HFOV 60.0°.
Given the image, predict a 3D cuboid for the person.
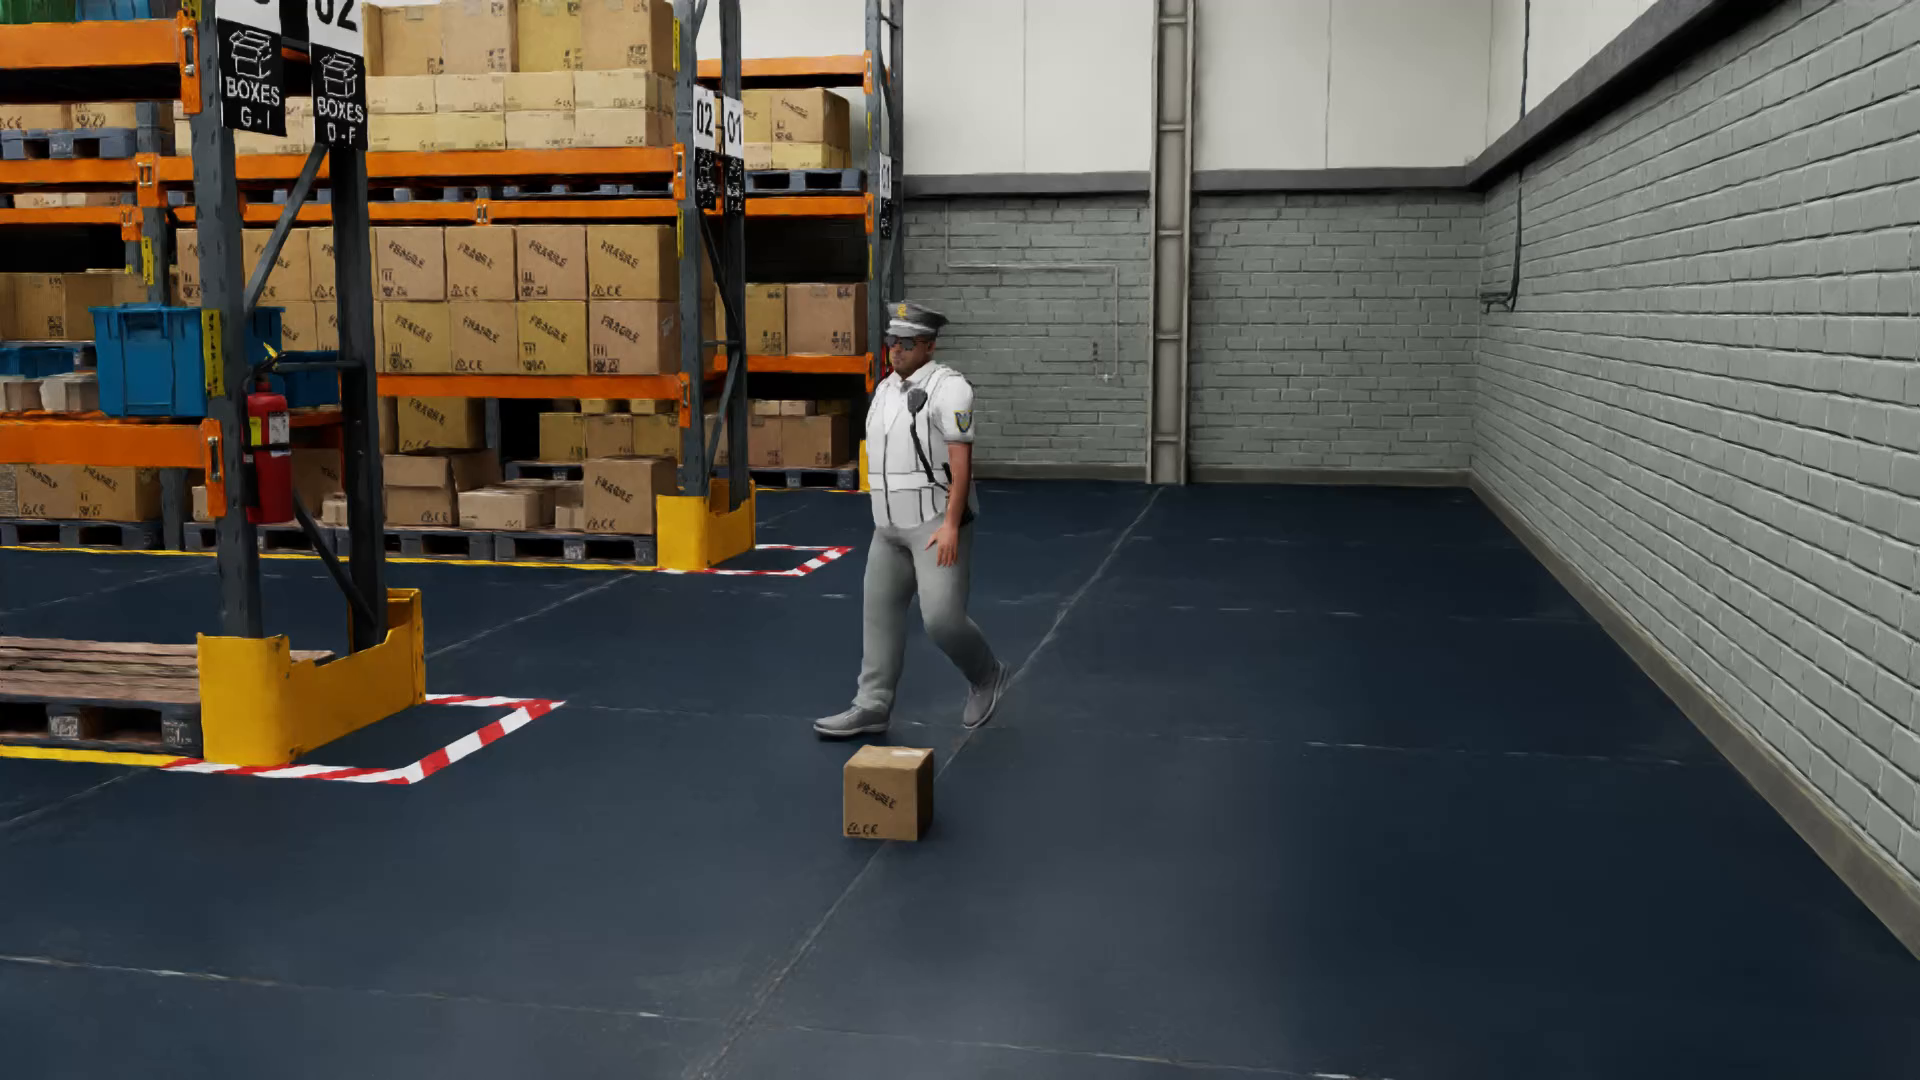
[{"bbox_3d":[-0.174,-0.072,6.671,0.671,1.752,0.598,7,11,42],"label":"person"}]
